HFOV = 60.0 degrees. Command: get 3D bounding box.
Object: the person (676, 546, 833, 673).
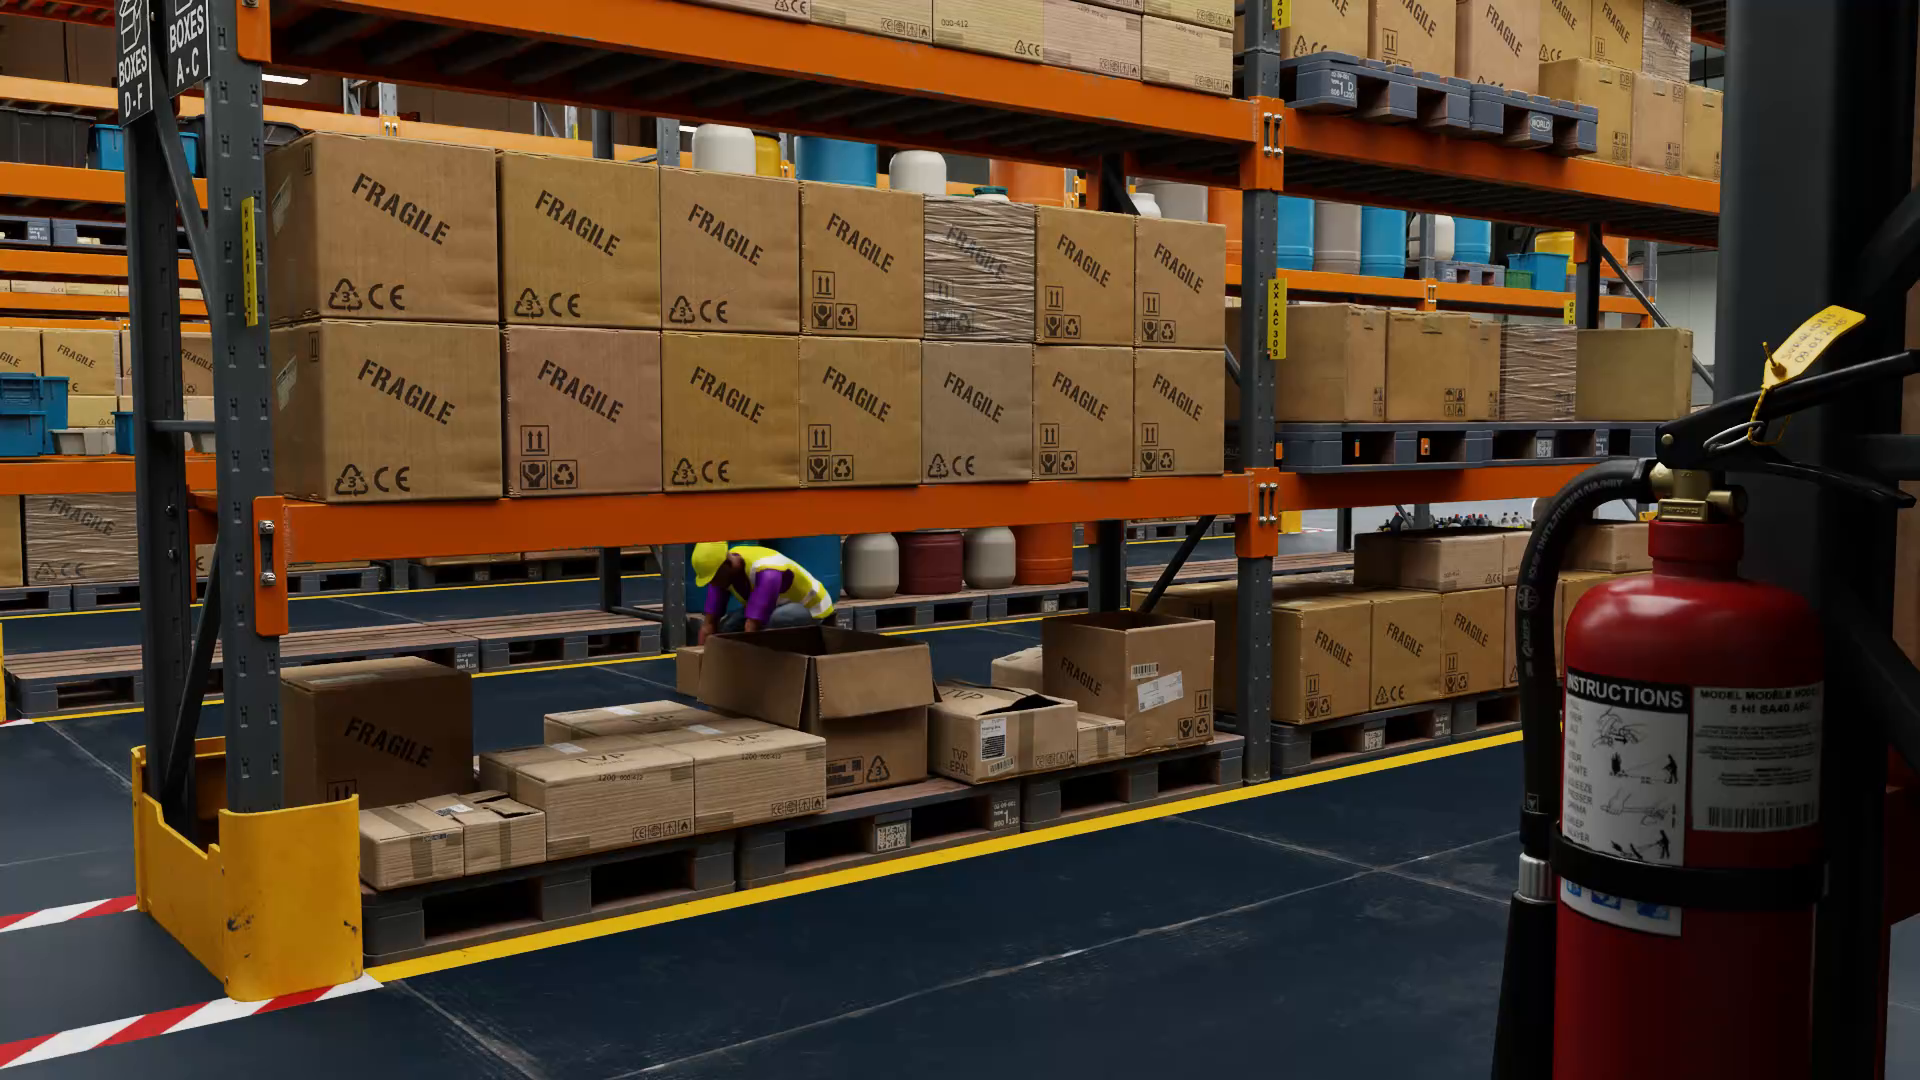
[{"bbox_3d":[-10.629,-4.160,16.045,7.014,9.010,23.266,-3,5,-39],"label":"person"}]
